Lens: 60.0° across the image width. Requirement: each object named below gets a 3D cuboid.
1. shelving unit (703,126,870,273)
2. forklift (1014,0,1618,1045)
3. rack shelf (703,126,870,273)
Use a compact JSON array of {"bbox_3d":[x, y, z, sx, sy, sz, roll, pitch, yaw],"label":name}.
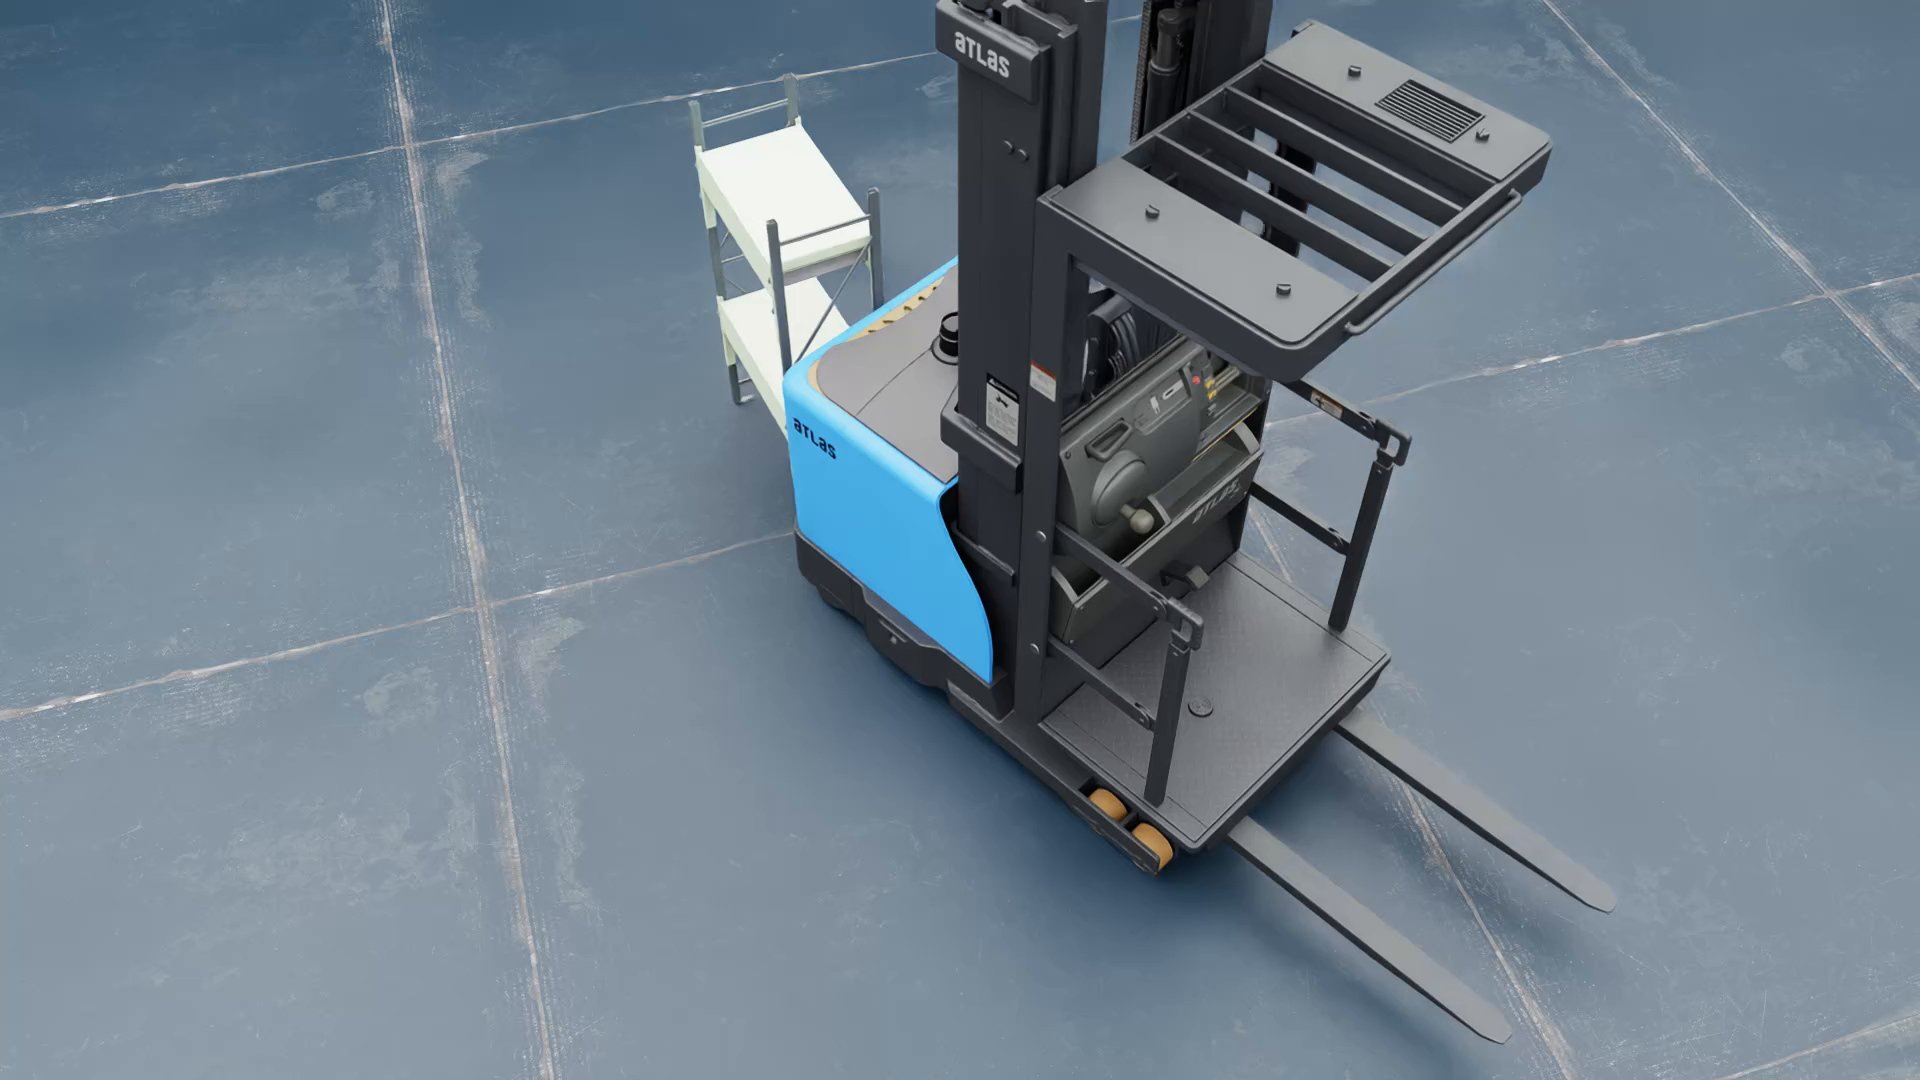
[{"bbox_3d":[-0.617,-1.213,5.897,0.368,0.052,0.686,-21,53,-17],"label":"shelving unit"},{"bbox_3d":[1.087,0.012,4.742,2.170,2.733,1.118,37,59,27],"label":"forklift"},{"bbox_3d":[-0.617,-1.213,5.897,0.368,0.052,0.686,-21,53,-17],"label":"rack shelf"}]
